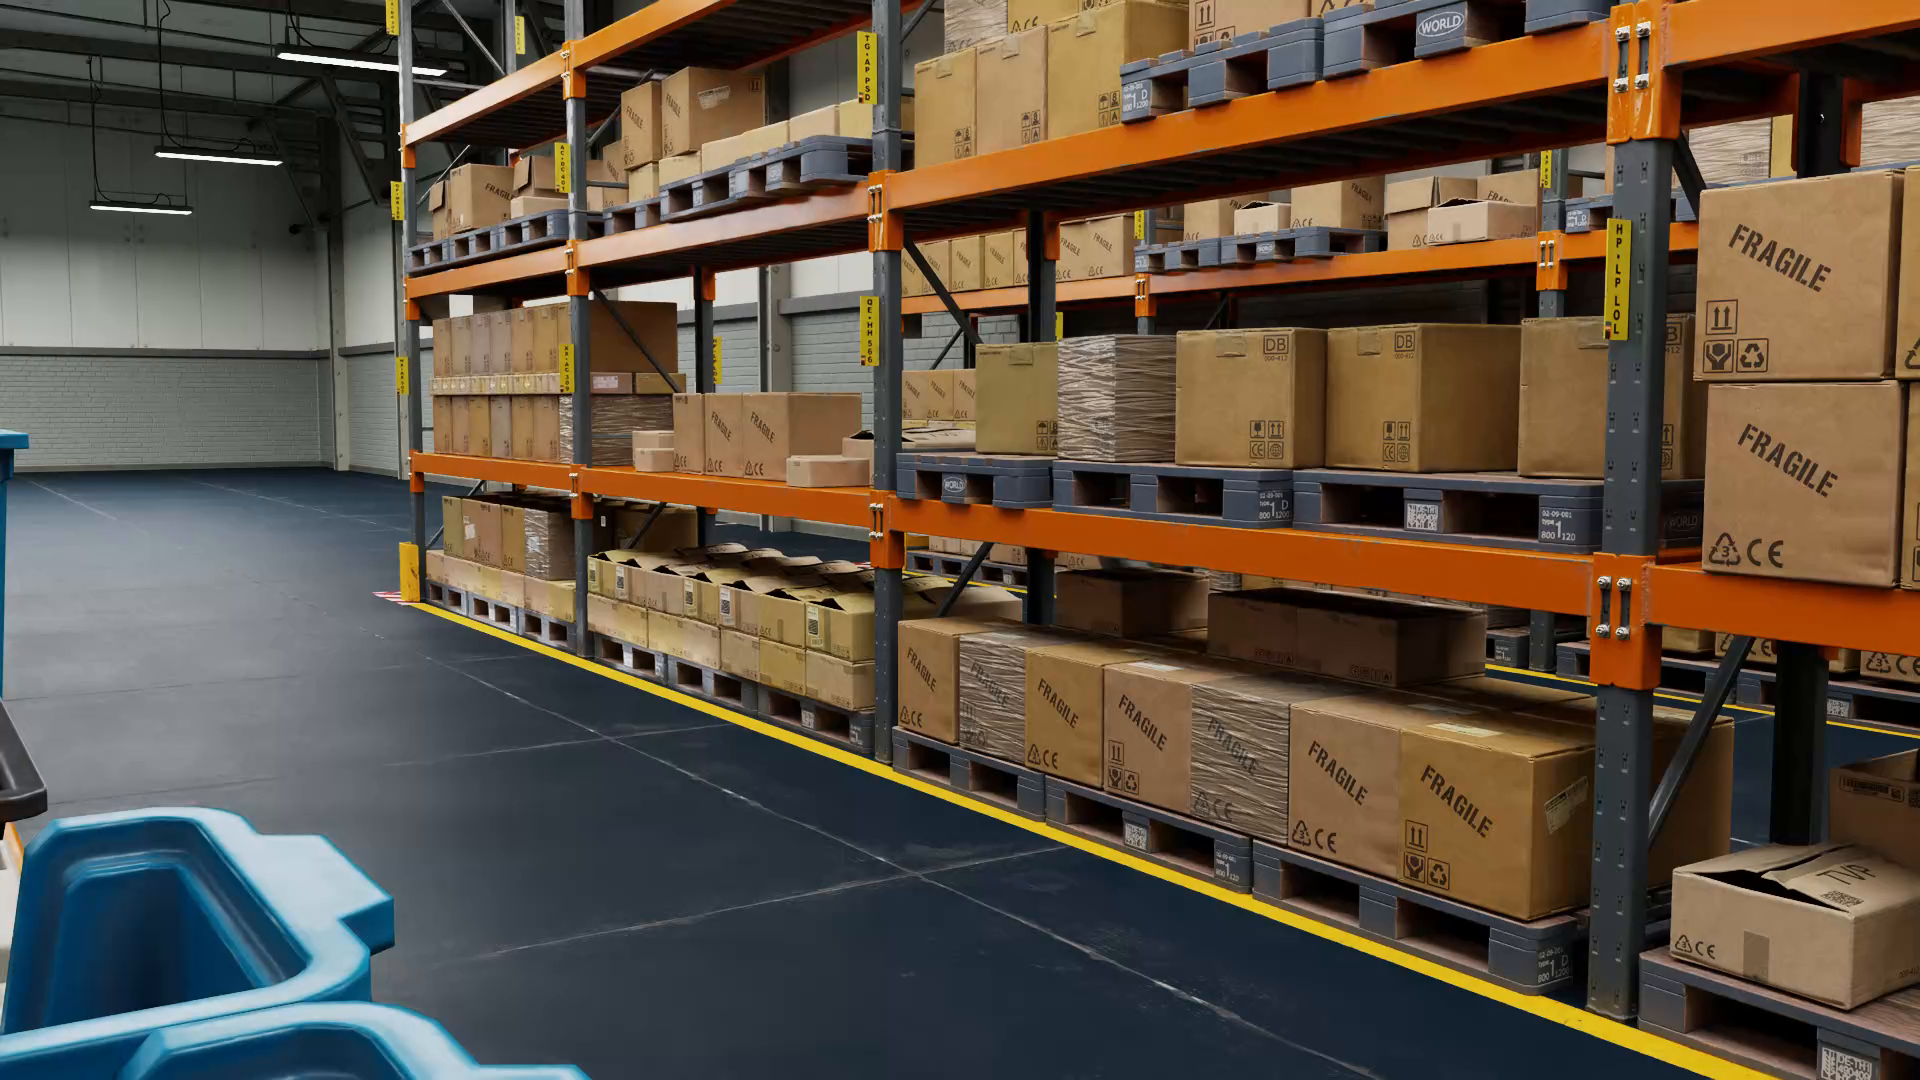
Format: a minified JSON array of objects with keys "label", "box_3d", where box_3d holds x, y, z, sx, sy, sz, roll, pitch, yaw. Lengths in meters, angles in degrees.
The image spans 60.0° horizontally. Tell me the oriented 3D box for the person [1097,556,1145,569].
[{"label":"person","box_3d":[1.229,-0.094,12.261,0.541,1.656,0.455,-3,6,-33]}]
